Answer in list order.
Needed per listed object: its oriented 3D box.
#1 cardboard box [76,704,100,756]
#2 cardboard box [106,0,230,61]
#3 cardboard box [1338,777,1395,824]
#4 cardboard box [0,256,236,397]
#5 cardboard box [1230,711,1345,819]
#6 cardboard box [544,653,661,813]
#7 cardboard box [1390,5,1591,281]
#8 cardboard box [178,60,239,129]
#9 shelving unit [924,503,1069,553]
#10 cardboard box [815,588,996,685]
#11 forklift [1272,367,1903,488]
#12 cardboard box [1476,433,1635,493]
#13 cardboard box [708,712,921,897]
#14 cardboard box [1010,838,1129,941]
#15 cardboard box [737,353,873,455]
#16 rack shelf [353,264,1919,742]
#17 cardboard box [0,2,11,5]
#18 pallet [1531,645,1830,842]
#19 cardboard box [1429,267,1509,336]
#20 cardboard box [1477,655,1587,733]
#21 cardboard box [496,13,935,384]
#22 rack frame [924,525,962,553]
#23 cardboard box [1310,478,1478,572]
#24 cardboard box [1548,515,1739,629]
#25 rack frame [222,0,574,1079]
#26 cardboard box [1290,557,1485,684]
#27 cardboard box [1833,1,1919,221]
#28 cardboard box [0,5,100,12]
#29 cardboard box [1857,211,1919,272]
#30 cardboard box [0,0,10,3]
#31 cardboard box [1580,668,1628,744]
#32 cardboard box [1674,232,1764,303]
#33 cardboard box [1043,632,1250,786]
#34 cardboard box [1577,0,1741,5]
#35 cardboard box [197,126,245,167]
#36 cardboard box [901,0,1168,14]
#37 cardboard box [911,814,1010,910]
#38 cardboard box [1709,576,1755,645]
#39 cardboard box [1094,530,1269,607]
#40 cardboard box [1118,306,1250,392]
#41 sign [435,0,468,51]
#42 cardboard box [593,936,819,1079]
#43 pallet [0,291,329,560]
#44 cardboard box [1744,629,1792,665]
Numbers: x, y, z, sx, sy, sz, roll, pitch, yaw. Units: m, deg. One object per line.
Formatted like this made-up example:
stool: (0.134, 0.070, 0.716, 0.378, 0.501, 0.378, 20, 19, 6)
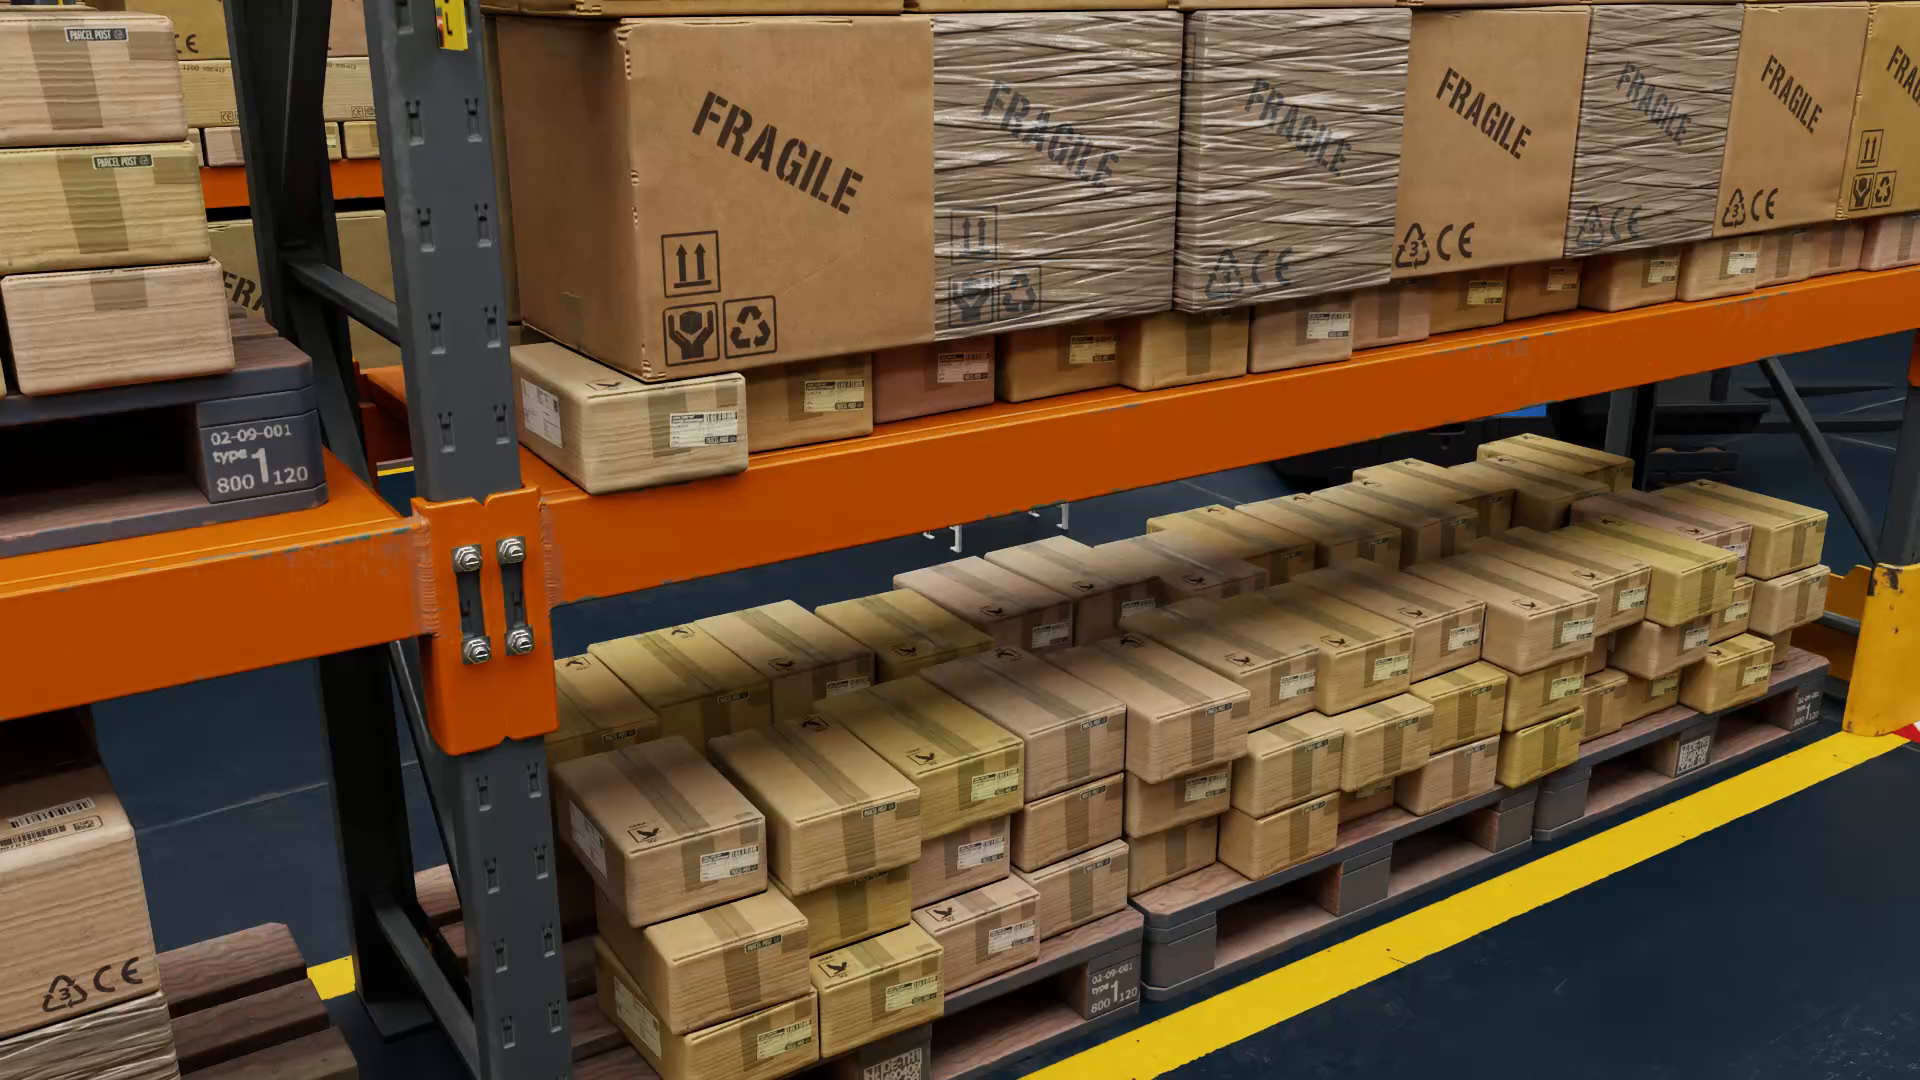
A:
cardboard box: (-1.697, 0.329, 2.663, 0.500, 0.250, 0.500, -13, 23, -34)
cardboard box: (-3.037, -2.146, 6.507, 0.500, 0.500, 0.500, -12, 22, -31)
cardboard box: (0.785, 0.507, 3.856, 0.250, 0.149, 0.380, -11, 22, -30)
cardboard box: (-1.157, -0.317, 2.236, 0.250, 0.149, 0.380, -12, 22, -33)
cardboard box: (0.605, 0.435, 3.606, 0.250, 0.149, 0.380, -12, 22, -32)
cardboard box: (-0.781, 0.377, 3.312, 0.250, 0.149, 0.380, -11, 22, -30)
cardboard box: (0.899, -0.839, 3.421, 0.500, 0.500, 0.500, -11, 21, -29)
cardboard box: (-3.042, -1.787, 6.617, 0.500, 0.250, 0.500, -12, 22, -32)
shelving unit: (0.138, -0.598, 6.139, 0.503, 1.200, 0.258, -12, 22, -31)
cardboard box: (-0.125, 0.251, 3.685, 0.250, 0.149, 0.380, -11, 22, -30)
forklift: (2.807, -1.770, 6.903, 3.031, 2.935, 1.130, -1, 19, -3)
cardboard box: (1.782, -0.193, 5.000, 0.250, 0.149, 0.380, -13, 23, -34)
cardboard box: (-0.270, 0.472, 3.032, 0.250, 0.149, 0.380, -11, 21, -29)
cardboard box: (0.132, 0.651, 3.432, 0.250, 0.149, 0.380, -12, 22, -33)
cardboard box: (-0.343, -0.269, 2.748, 0.250, 0.149, 0.380, -11, 22, -30)
rack shelf: (0.736, -0.372, 3.783, 4.000, 0.370, 1.077, -12, 22, -31)
cardboard box: (-8.448, -4.419, 14.477, 0.500, 0.500, 0.500, -11, 22, -30)
pallet: (1.645, 0.403, 4.722, 1.213, 0.211, 1.003, -12, 22, -31)
cardboard box: (0.953, -0.558, 3.604, 0.250, 0.149, 0.380, -11, 22, -30)
cardboard box: (1.264, 0.302, 3.999, 0.250, 0.149, 0.380, -12, 22, -31)
cardboard box: (-0.382, -0.568, 2.621, 0.500, 0.500, 0.500, -12, 22, -32)
rack frame: (-0.066, -0.555, 6.012, 0.015, 1.200, 0.240, -12, 22, -31)
cardboard box: (1.175, -0.037, 4.537, 0.250, 0.149, 0.380, -13, 23, -34)
cardboard box: (1.716, 0.075, 4.207, 0.250, 0.149, 0.380, -12, 22, -33)
rack frame: (-0.935, -0.360, 2.626, 0.127, 3.000, 1.000, -12, 22, -31)
cardboard box: (0.990, 0.182, 3.889, 0.250, 0.149, 0.380, -13, 23, -33)
cardboard box: (2.172, -1.105, 4.209, 0.500, 0.500, 0.500, -11, 22, -30)
cardboard box: (-1.516, -0.775, 2.663, 0.250, 0.149, 0.380, -11, 21, -29)
cardboard box: (2.289, -0.813, 4.357, 0.250, 0.149, 0.380, -12, 22, -31)
cardboard box: (-8.475, -4.884, 14.290, 0.500, 0.500, 0.500, -11, 22, -30)
cardboard box: (1.455, 0.378, 4.238, 0.250, 0.149, 0.380, -12, 22, -31)
cardboard box: (1.660, -0.679, 3.963, 0.250, 0.149, 0.380, -11, 22, -30)
cardboard box: (0.377, 0.339, 3.425, 0.250, 0.149, 0.380, -11, 22, -30)
cardboard box: (1.308, -1.396, 3.509, 0.500, 0.500, 0.500, -11, 21, -29)
cardboard box: (-2.929, -1.595, 6.671, 0.250, 0.149, 0.380, -13, 22, -33)
cardboard box: (0.001, -1.132, 2.727, 0.500, 0.500, 0.500, -13, 22, -33)
cardboard box: (-0.110, 0.551, 3.262, 0.250, 0.149, 0.380, -12, 22, -32)
cardboard box: (1.874, 0.147, 4.458, 0.250, 0.149, 0.380, -13, 22, -33)
cardboard box: (0.536, 0.114, 4.092, 0.250, 0.149, 0.380, -12, 22, -31)
cardboard box: (0.328, -0.403, 3.146, 0.250, 0.149, 0.380, -11, 22, -30)
sign: (-0.626, -0.761, 2.004, 0.005, 0.325, 0.100, -12, 22, -31)
cardboard box: (-0.454, 0.813, 2.951, 0.250, 0.149, 0.380, -13, 23, -34)
pallet: (-1.653, -0.173, 2.374, 1.213, 0.211, 1.003, -12, 22, -31)
cardboard box: (2.081, 0.235, 4.660, 0.250, 0.149, 0.380, -11, 22, -30)
